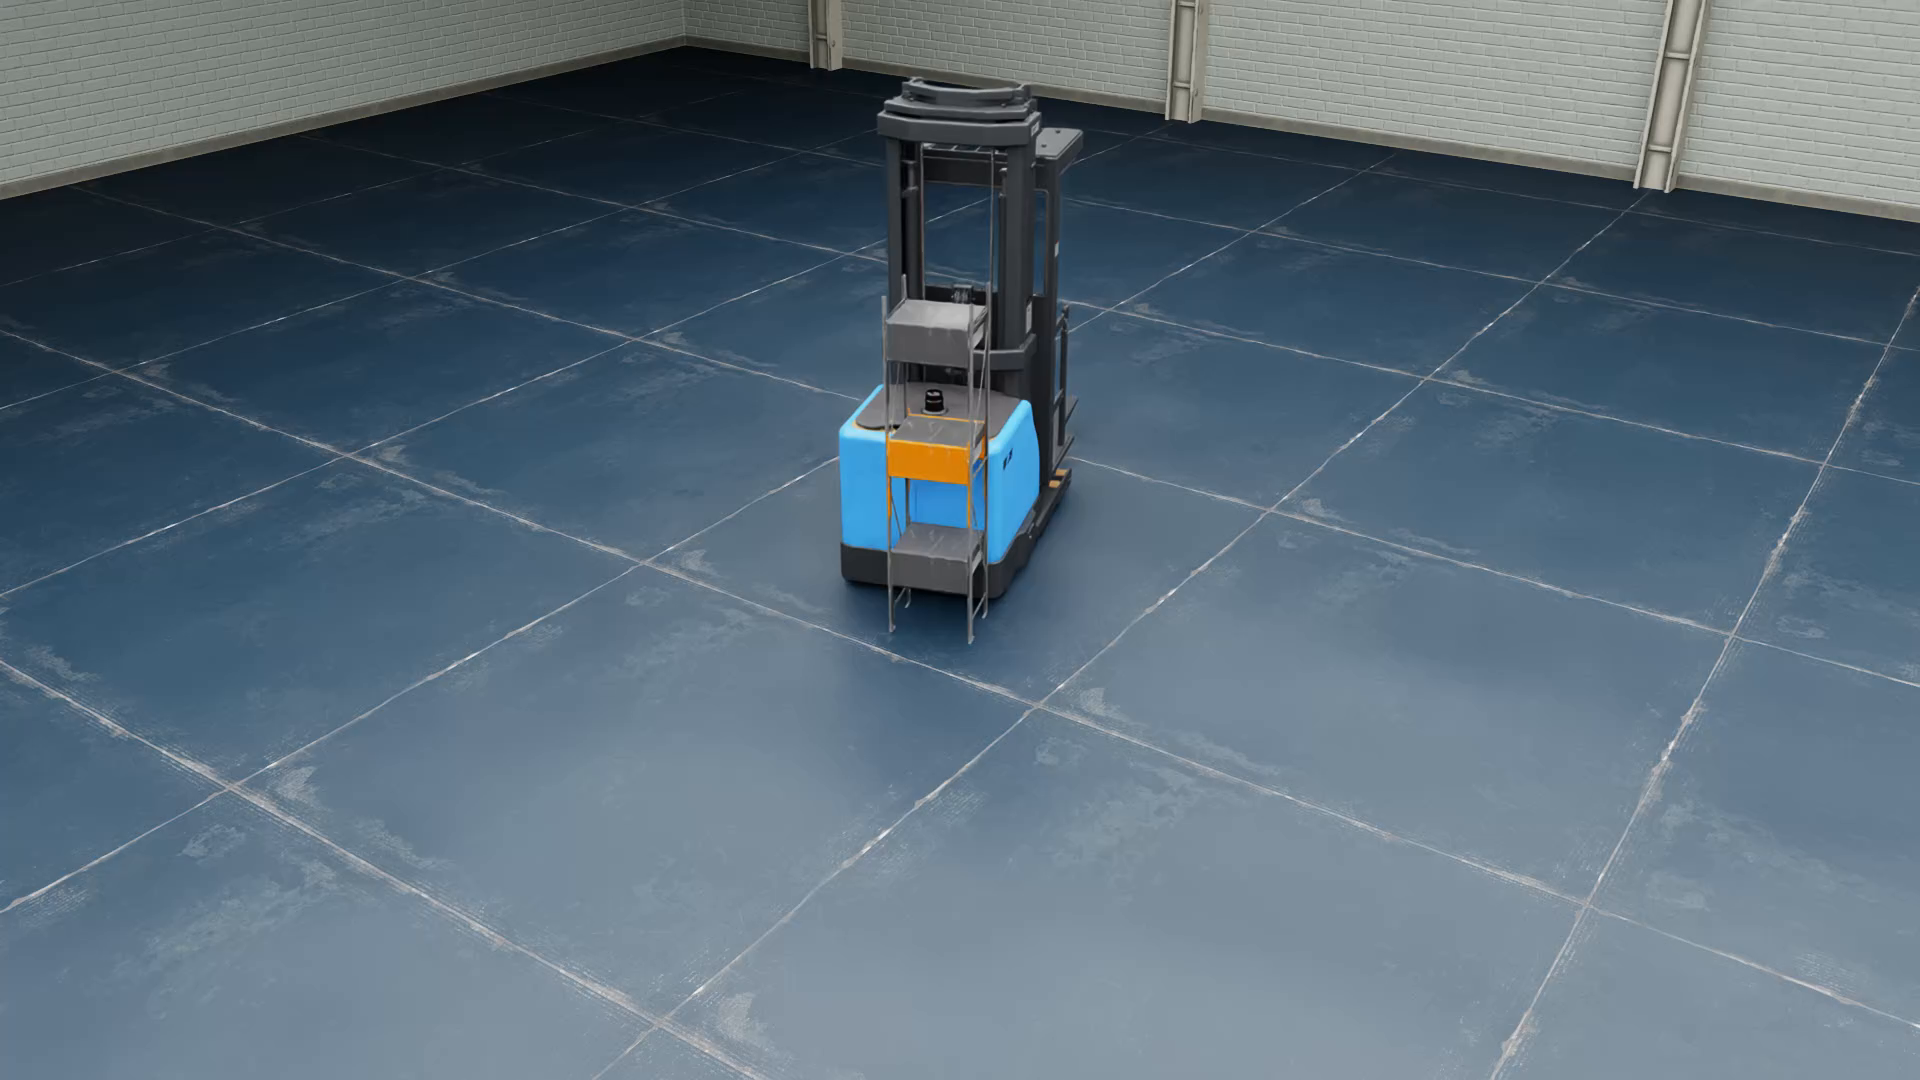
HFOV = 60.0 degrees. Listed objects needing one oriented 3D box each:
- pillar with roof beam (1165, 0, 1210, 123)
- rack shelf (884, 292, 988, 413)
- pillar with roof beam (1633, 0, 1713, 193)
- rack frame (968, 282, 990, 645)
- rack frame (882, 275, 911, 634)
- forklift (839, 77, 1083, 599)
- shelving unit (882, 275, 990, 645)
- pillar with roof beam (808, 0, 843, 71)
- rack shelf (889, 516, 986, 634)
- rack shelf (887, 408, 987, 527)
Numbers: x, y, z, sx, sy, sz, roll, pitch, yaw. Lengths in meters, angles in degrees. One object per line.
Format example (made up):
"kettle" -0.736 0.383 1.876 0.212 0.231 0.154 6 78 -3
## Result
"pillar with roof beam" 0.508 -7.950 16.724 0.400 9.000 9.100 17 32 30
"rack shelf" -0.127 -1.045 9.250 0.480 0.518 0.431 7 28 14
"pillar with roof beam" 5.454 -6.409 13.697 0.400 9.000 9.100 17 32 30
"rack frame" 0.108 -0.404 9.504 0.015 2.100 0.400 7 28 14
"rack frame" -0.362 -0.463 9.618 0.015 2.100 0.400 7 28 14
"forklift" 0.154 -1.596 10.928 1.130 2.935 3.031 7 28 14
"shelving unit" -0.127 -0.434 9.561 0.503 2.100 0.431 7 28 14
"pillar with roof beam" -4.437 -9.491 19.752 0.400 9.000 9.100 17 32 30
"rack shelf" -0.127 0.202 9.885 0.480 0.518 0.431 7 28 14
"rack shelf" -0.127 -0.421 9.567 0.480 0.518 0.431 7 28 14
